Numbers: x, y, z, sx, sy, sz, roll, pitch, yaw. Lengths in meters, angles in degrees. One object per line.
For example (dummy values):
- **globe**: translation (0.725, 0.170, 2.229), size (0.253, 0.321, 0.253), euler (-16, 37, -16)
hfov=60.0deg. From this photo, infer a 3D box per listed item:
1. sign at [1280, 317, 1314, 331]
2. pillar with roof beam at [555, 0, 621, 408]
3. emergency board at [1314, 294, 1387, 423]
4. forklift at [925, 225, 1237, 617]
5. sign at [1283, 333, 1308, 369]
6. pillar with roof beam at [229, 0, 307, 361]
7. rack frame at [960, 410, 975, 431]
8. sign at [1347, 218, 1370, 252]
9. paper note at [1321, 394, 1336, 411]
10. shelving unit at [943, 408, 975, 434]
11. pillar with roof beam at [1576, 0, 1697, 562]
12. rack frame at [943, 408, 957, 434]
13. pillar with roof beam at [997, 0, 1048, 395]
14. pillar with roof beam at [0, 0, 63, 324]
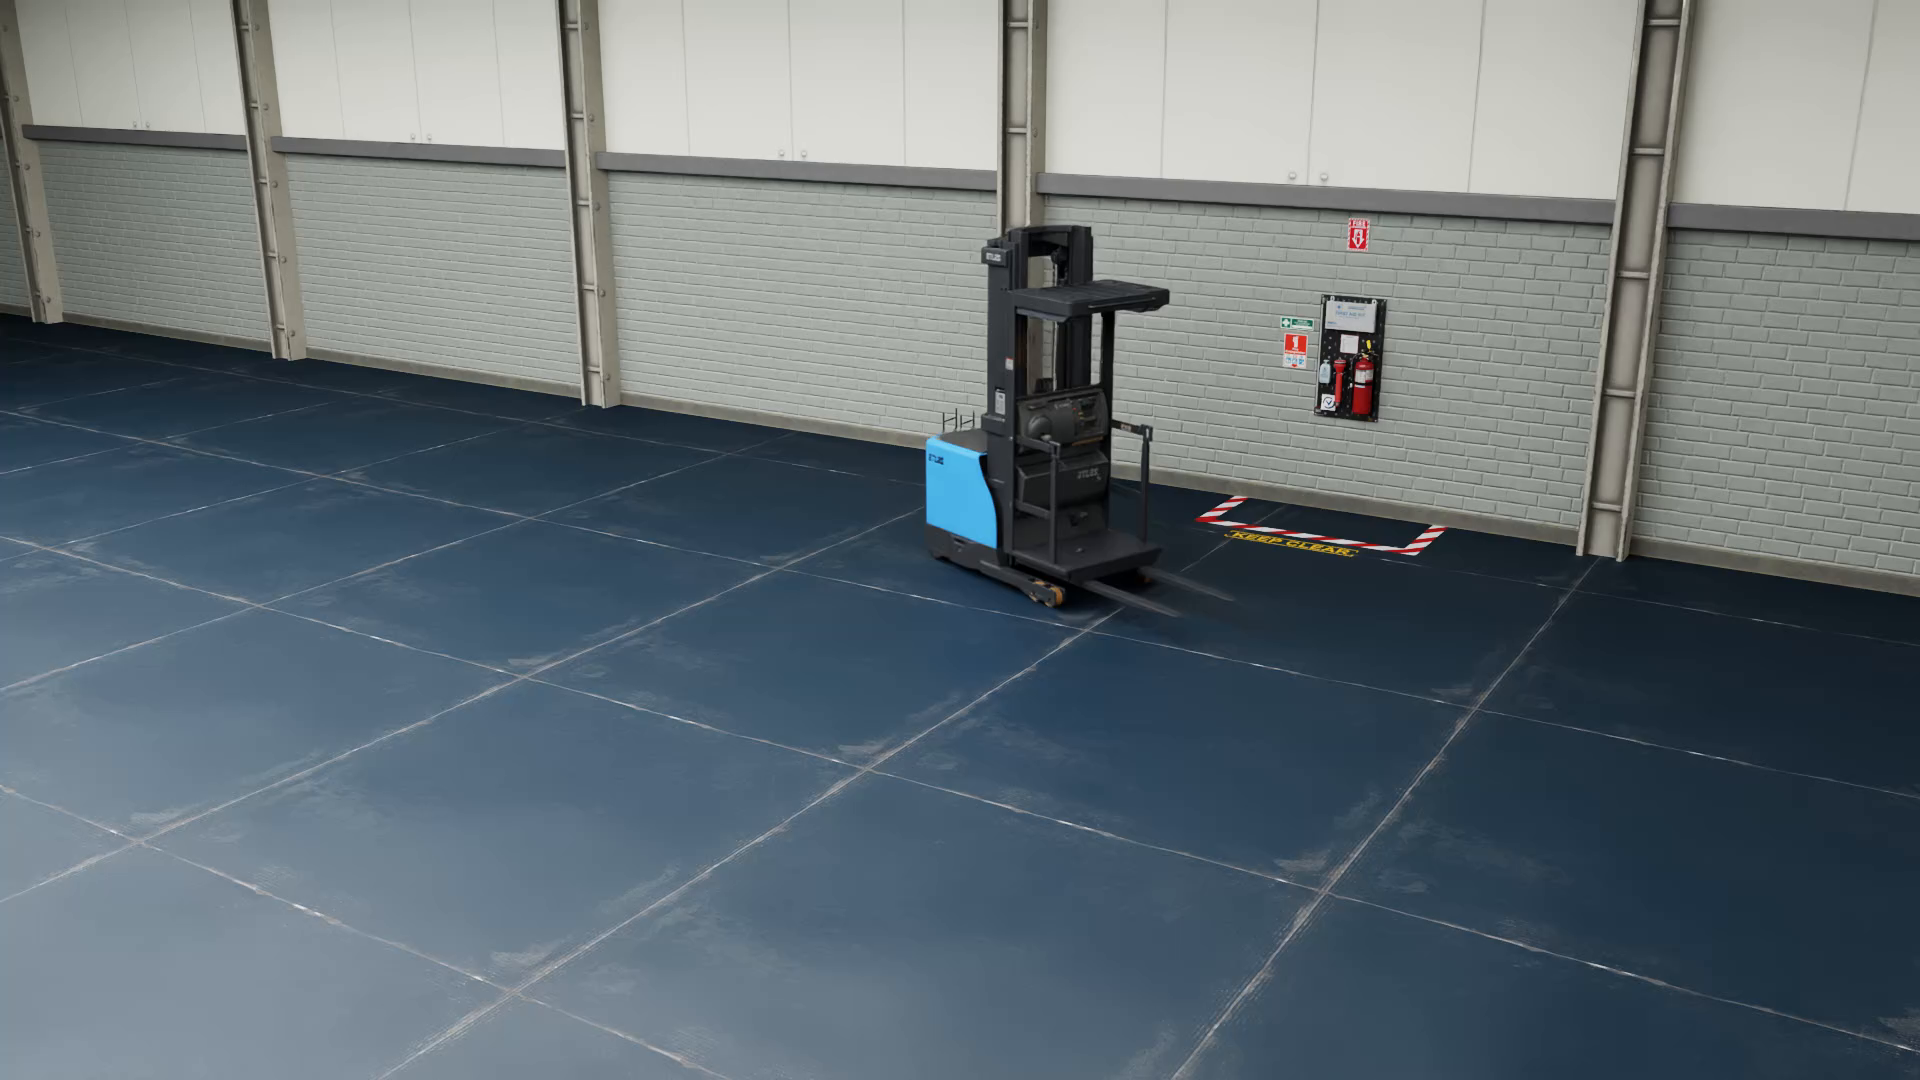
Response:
- **sign**: translation (3.232, -2.074, 15.943), size (0.331, 0.109, 0.001), euler (10, 20, 30)
- **pillar with roof beam**: translation (-6.743, -4.941, 16.032), size (0.400, 9.000, 9.100), euler (10, 20, 30)
- **emergency board**: translation (3.650, -1.696, 15.674), size (0.643, 1.169, 0.194), euler (10, 20, 30)
- **forklift**: translation (0.981, -1.018, 13.558), size (1.130, 2.935, 3.031), euler (-13, 21, -36)
- **sign**: translation (3.233, -1.823, 16.030), size (0.234, 0.329, 0.001), euler (10, 20, 30)
- **pillar with roof beam**: translation (-11.856, -5.853, 19.037), size (0.400, 9.000, 9.100), euler (10, 20, 30)
- **rack frame**: translation (0.066, -0.562, 15.037), size (0.006, 1.200, 0.240), euler (10, 20, 30)
- **sign**: translation (3.695, -2.832, 15.422), size (0.199, 0.298, 0.001), euler (10, 20, 30)
- **paper note**: translation (3.535, -1.319, 15.947), size (0.142, 0.148, 0.016), euler (10, 20, 30)
- **shelving unit**: translation (-0.012, -0.576, 15.083), size (0.189, 1.200, 0.258), euler (10, 20, 30)
- **pillar with roof beam**: translation (3.483, -3.115, 10.023), size (0.400, 9.000, 9.100), euler (10, 20, 30)
- **rack frame**: translation (-0.090, -0.590, 15.129), size (0.006, 1.200, 0.240), euler (10, 20, 30)
- **pillar with roof beam**: translation (-1.630, -4.028, 13.028), size (0.400, 9.000, 9.100), euler (10, 20, 30)
- **pillar with roof beam**: translation (-16.968, -6.766, 22.041), size (0.400, 9.000, 9.100), euler (10, 20, 30)
